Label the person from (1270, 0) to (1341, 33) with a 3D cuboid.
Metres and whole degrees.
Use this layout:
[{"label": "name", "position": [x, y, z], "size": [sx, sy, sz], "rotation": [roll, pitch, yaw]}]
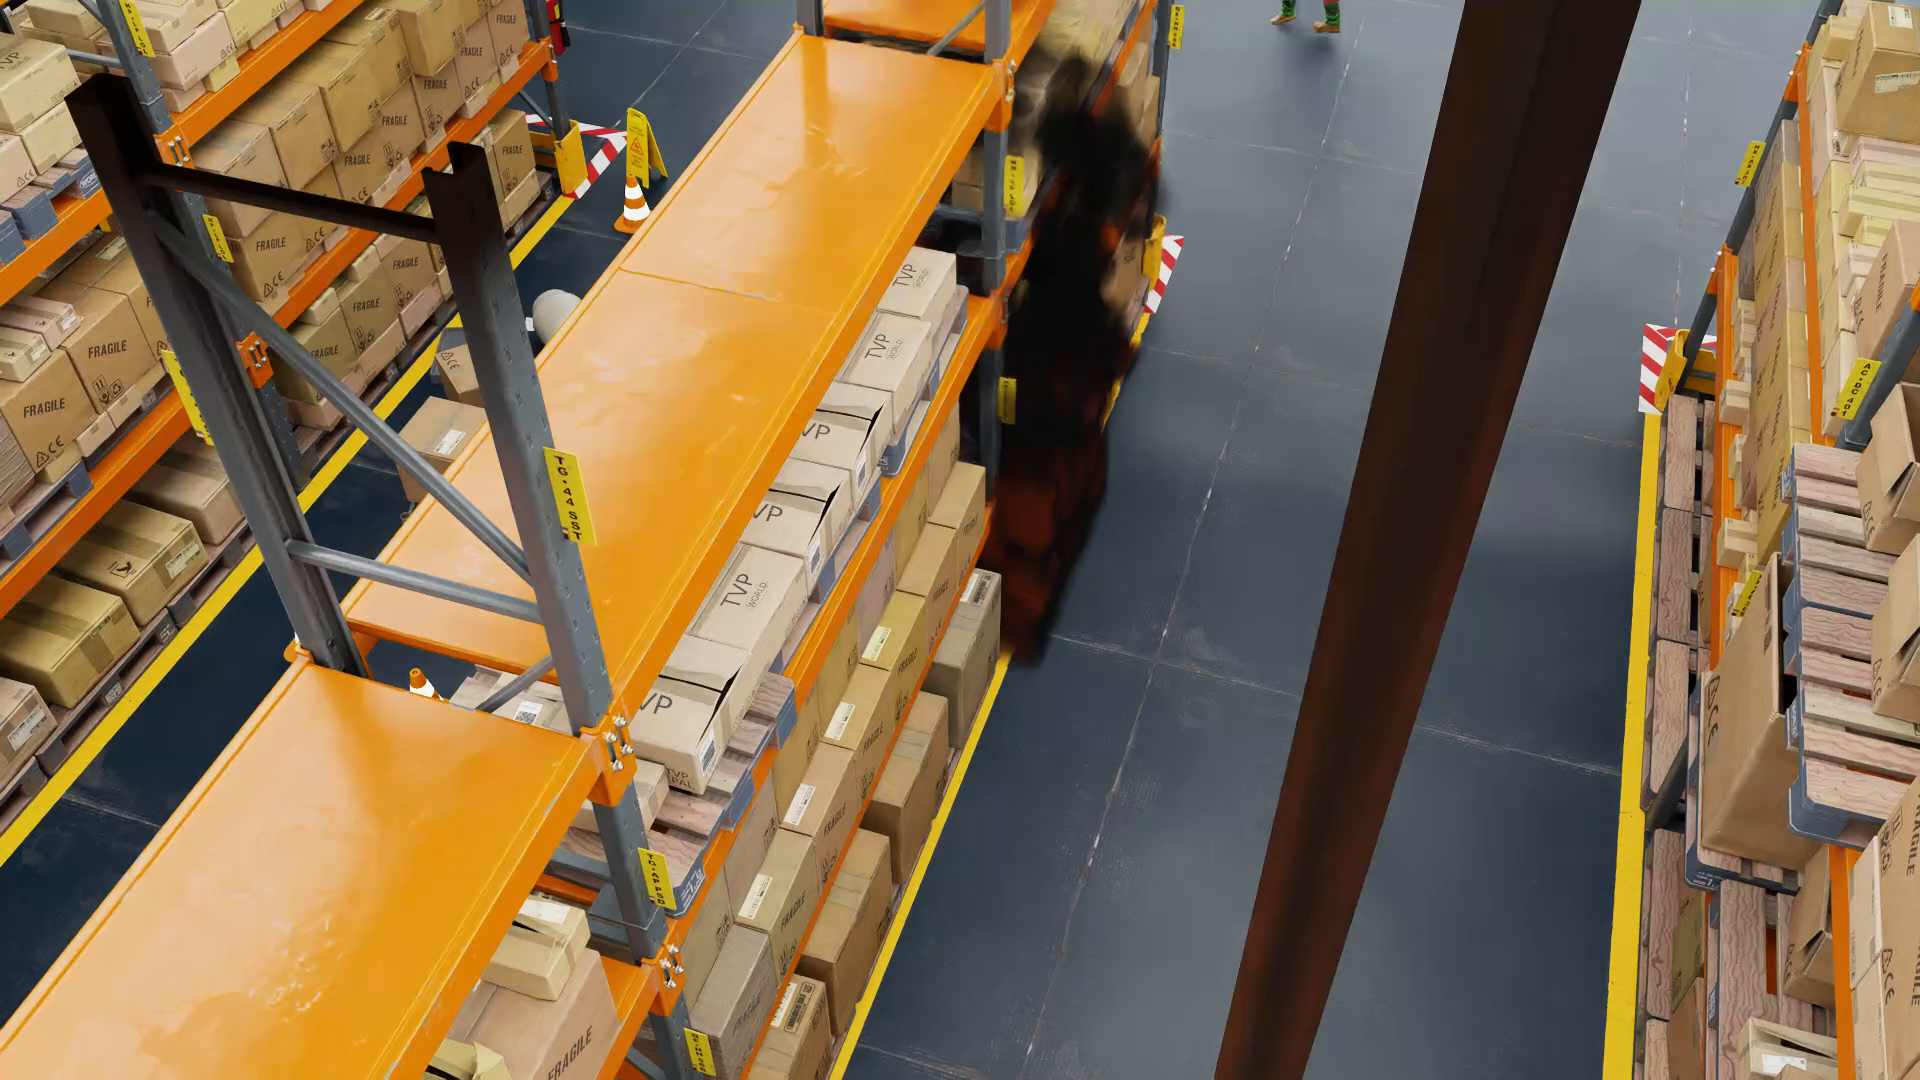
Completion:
[{"label": "person", "position": [3.271, -5.517, 15.290], "size": [0.600, 1.846, 0.828], "rotation": [-27, 51, -24]}]
